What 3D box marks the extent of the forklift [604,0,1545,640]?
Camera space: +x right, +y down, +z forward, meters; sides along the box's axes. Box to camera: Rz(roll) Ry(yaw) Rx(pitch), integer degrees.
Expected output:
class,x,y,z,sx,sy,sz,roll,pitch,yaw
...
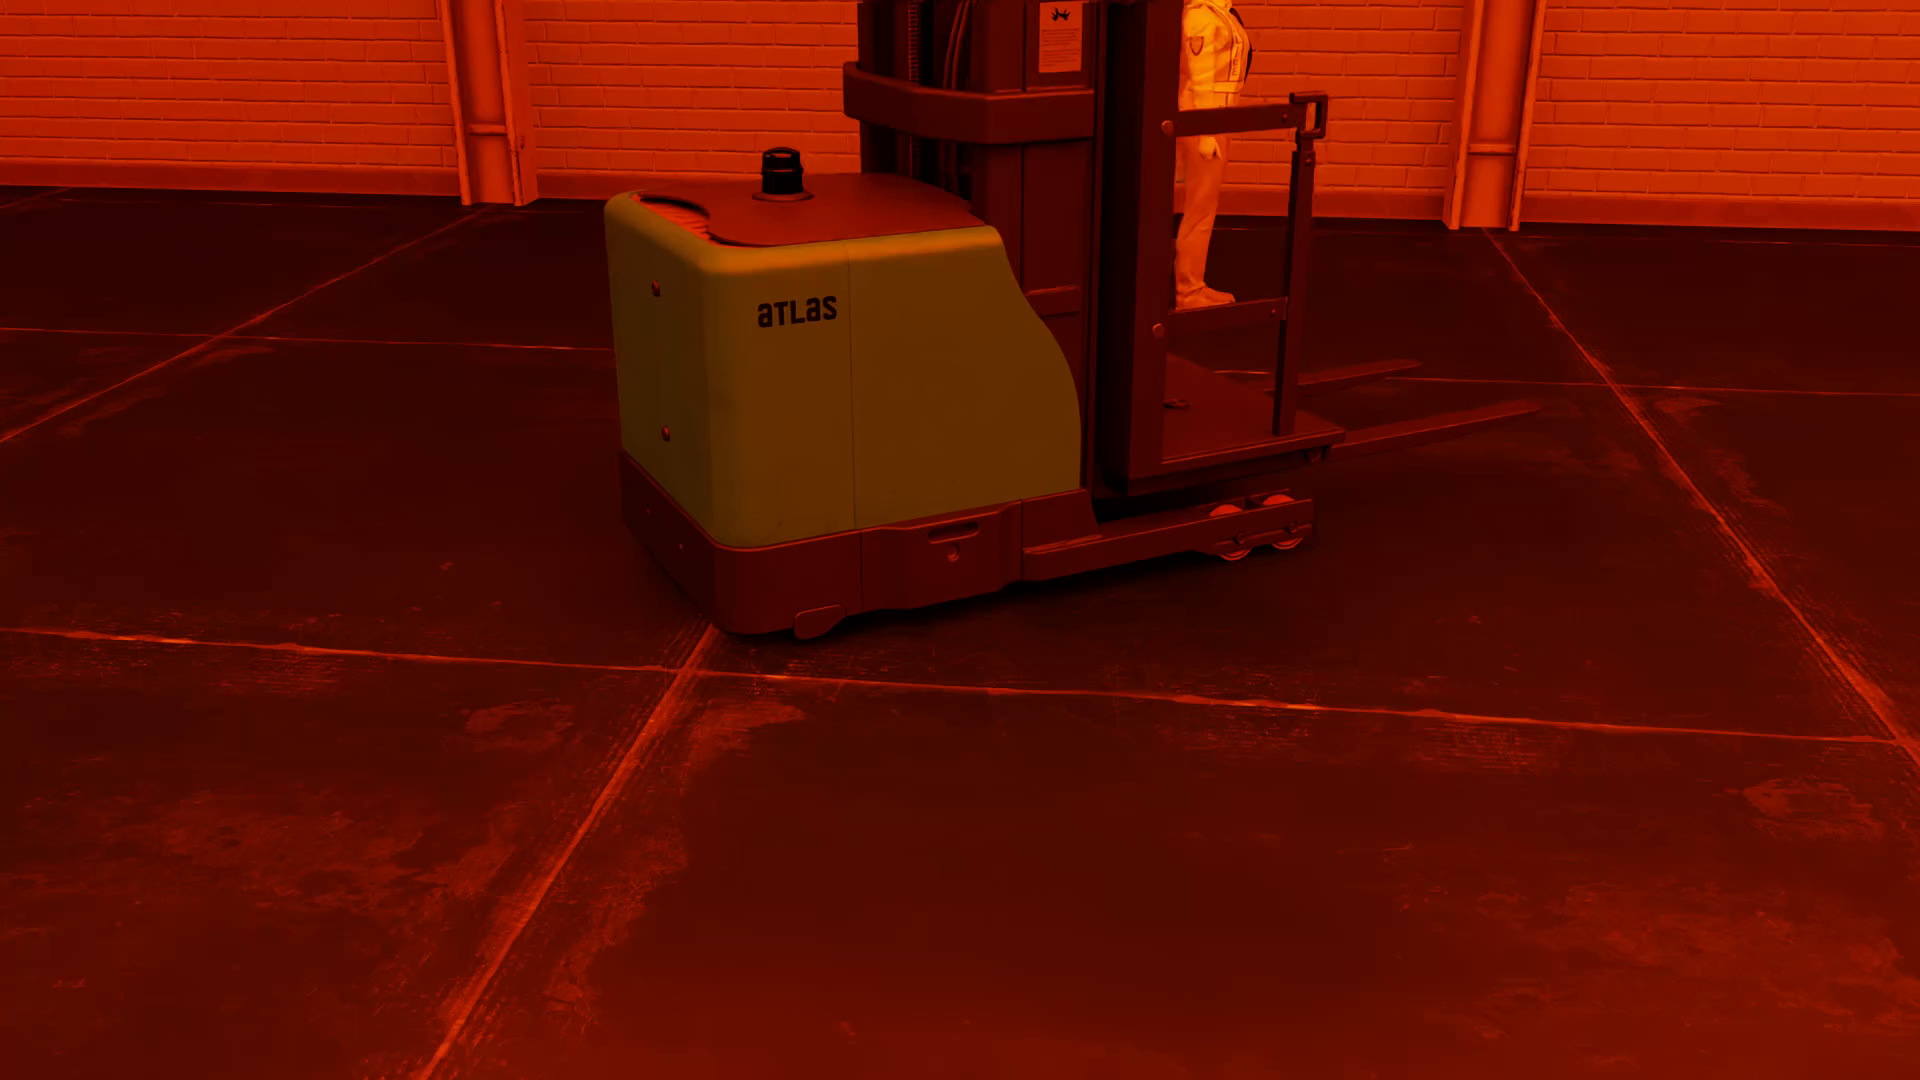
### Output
class,x,y,z,sx,sy,sz,roll,pitch,yaw
forklift,0.511,-1.461,4.883,3.031,2.935,1.130,-11,24,-25

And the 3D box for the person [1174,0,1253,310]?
class,x,y,z,sx,sy,sz,roll,pitch,yaw
person,1.137,-1.883,7.595,0.359,1.694,0.460,4,22,11
